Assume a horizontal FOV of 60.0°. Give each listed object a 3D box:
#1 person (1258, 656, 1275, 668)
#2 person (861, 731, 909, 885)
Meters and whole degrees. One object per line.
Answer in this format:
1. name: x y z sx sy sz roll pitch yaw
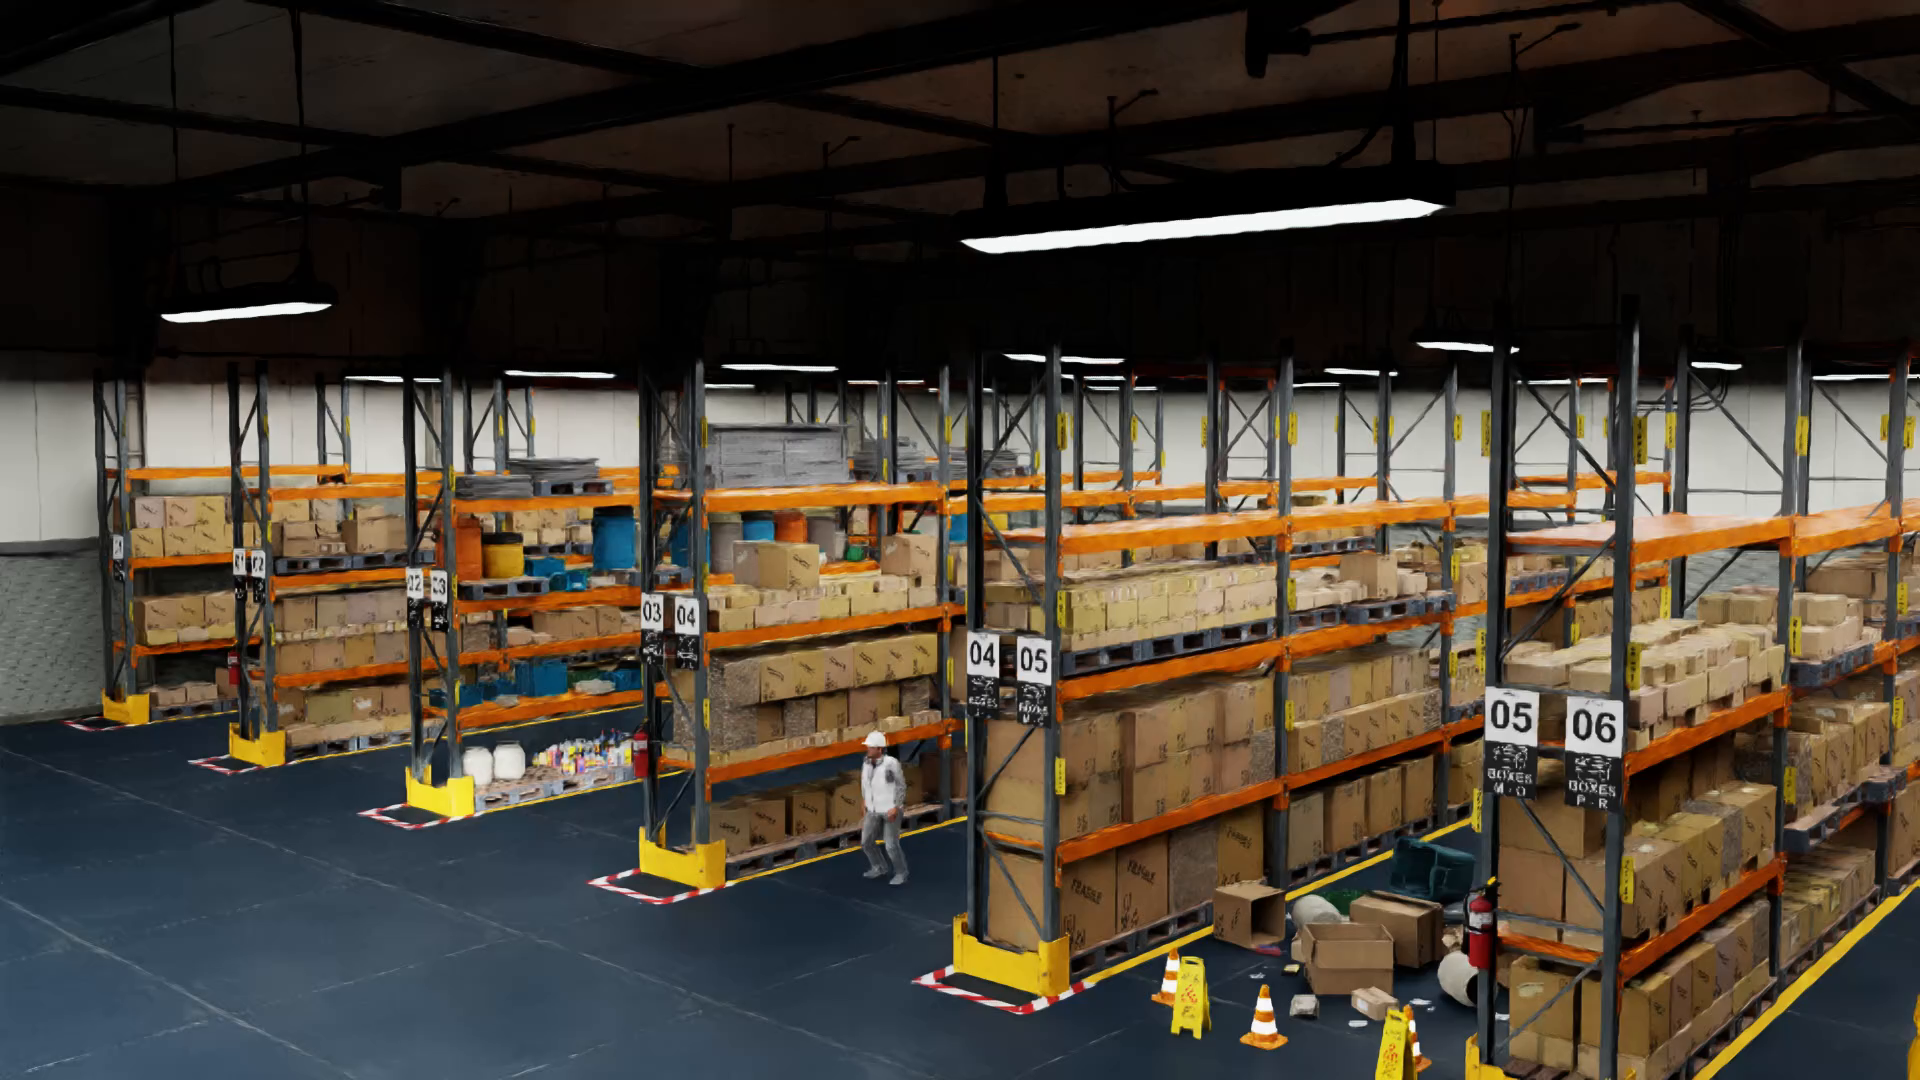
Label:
1. person: 4.584 2.455 24.659 0.489 1.763 0.619 1 4 19
2. person: -0.857 2.956 18.413 0.677 1.726 0.574 4 6 40
